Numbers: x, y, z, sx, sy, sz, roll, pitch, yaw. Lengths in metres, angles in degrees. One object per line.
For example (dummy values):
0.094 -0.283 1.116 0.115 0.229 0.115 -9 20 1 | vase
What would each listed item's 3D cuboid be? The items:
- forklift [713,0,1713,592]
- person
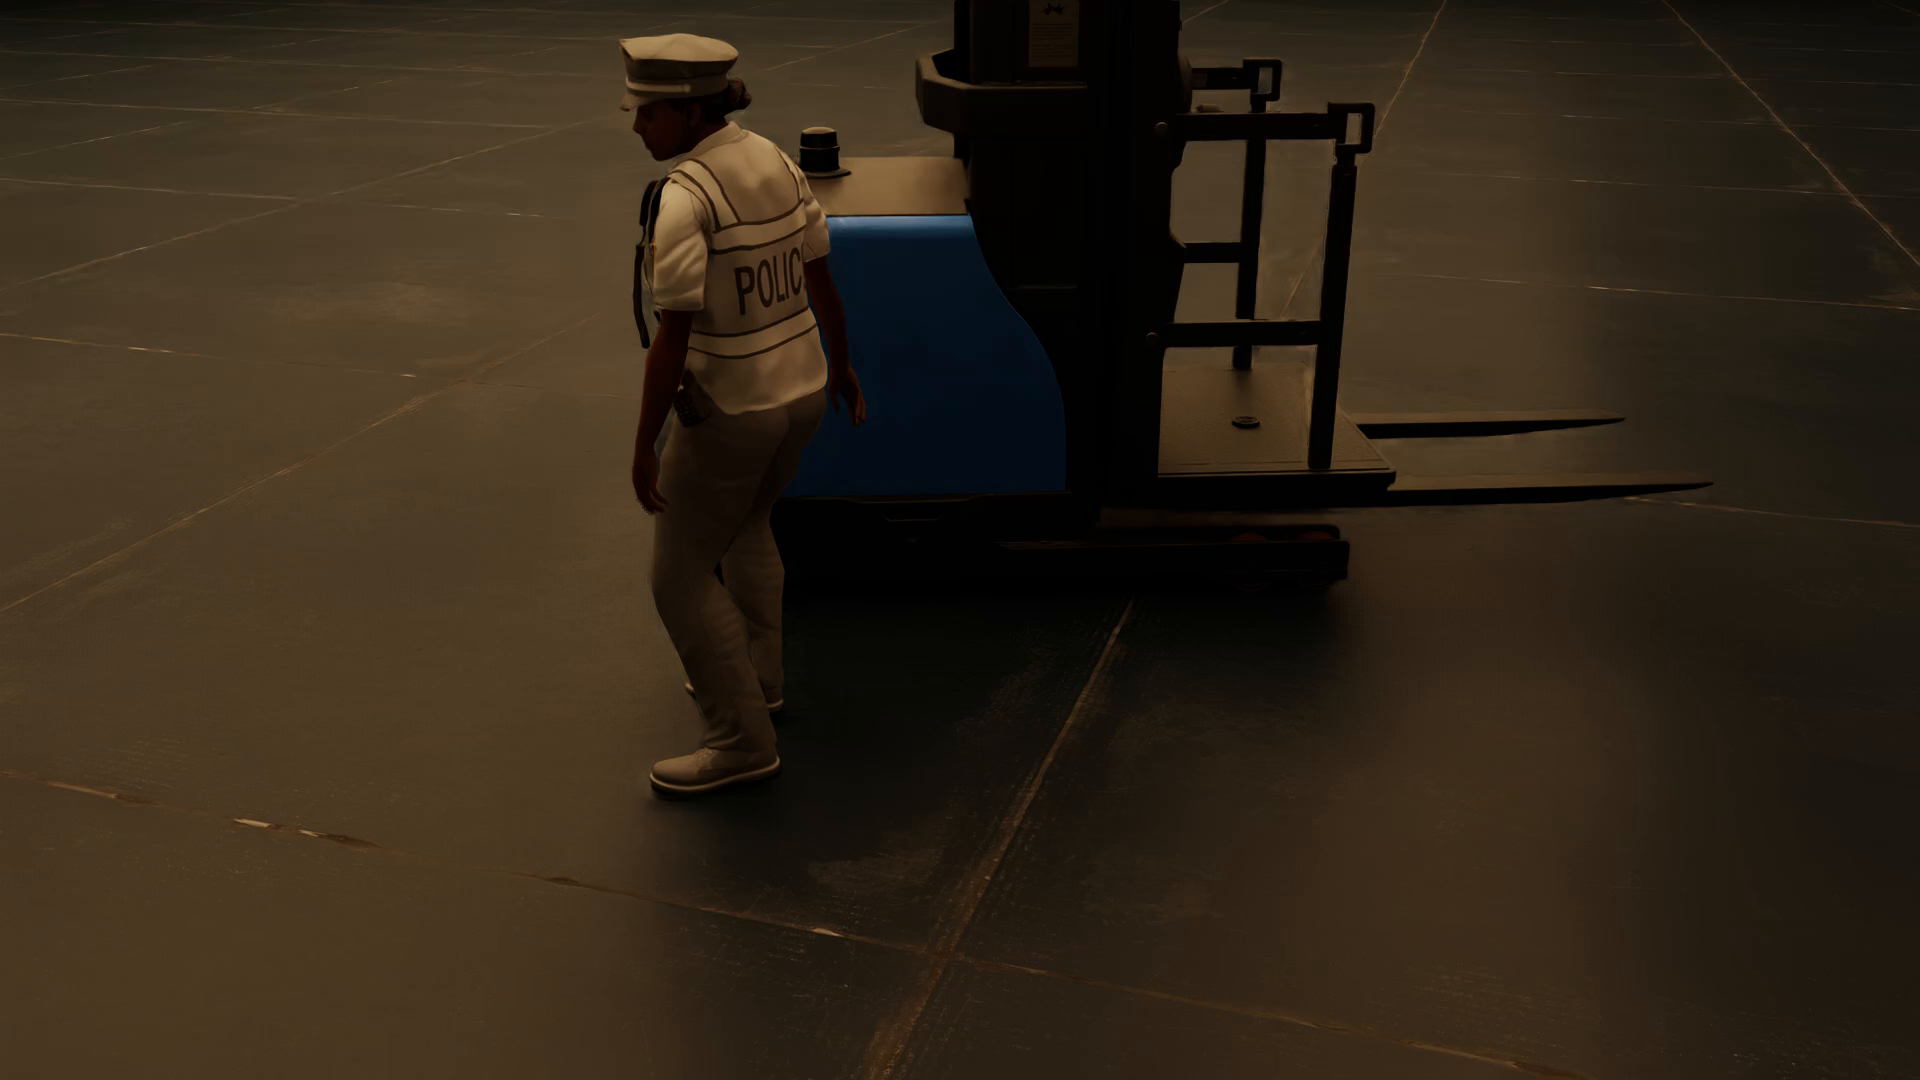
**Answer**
0.712 -1.408 4.691 3.031 2.935 1.130 -1 22 -3 | forklift
-0.526 -0.300 3.755 0.461 1.627 0.748 12 25 26 | person
